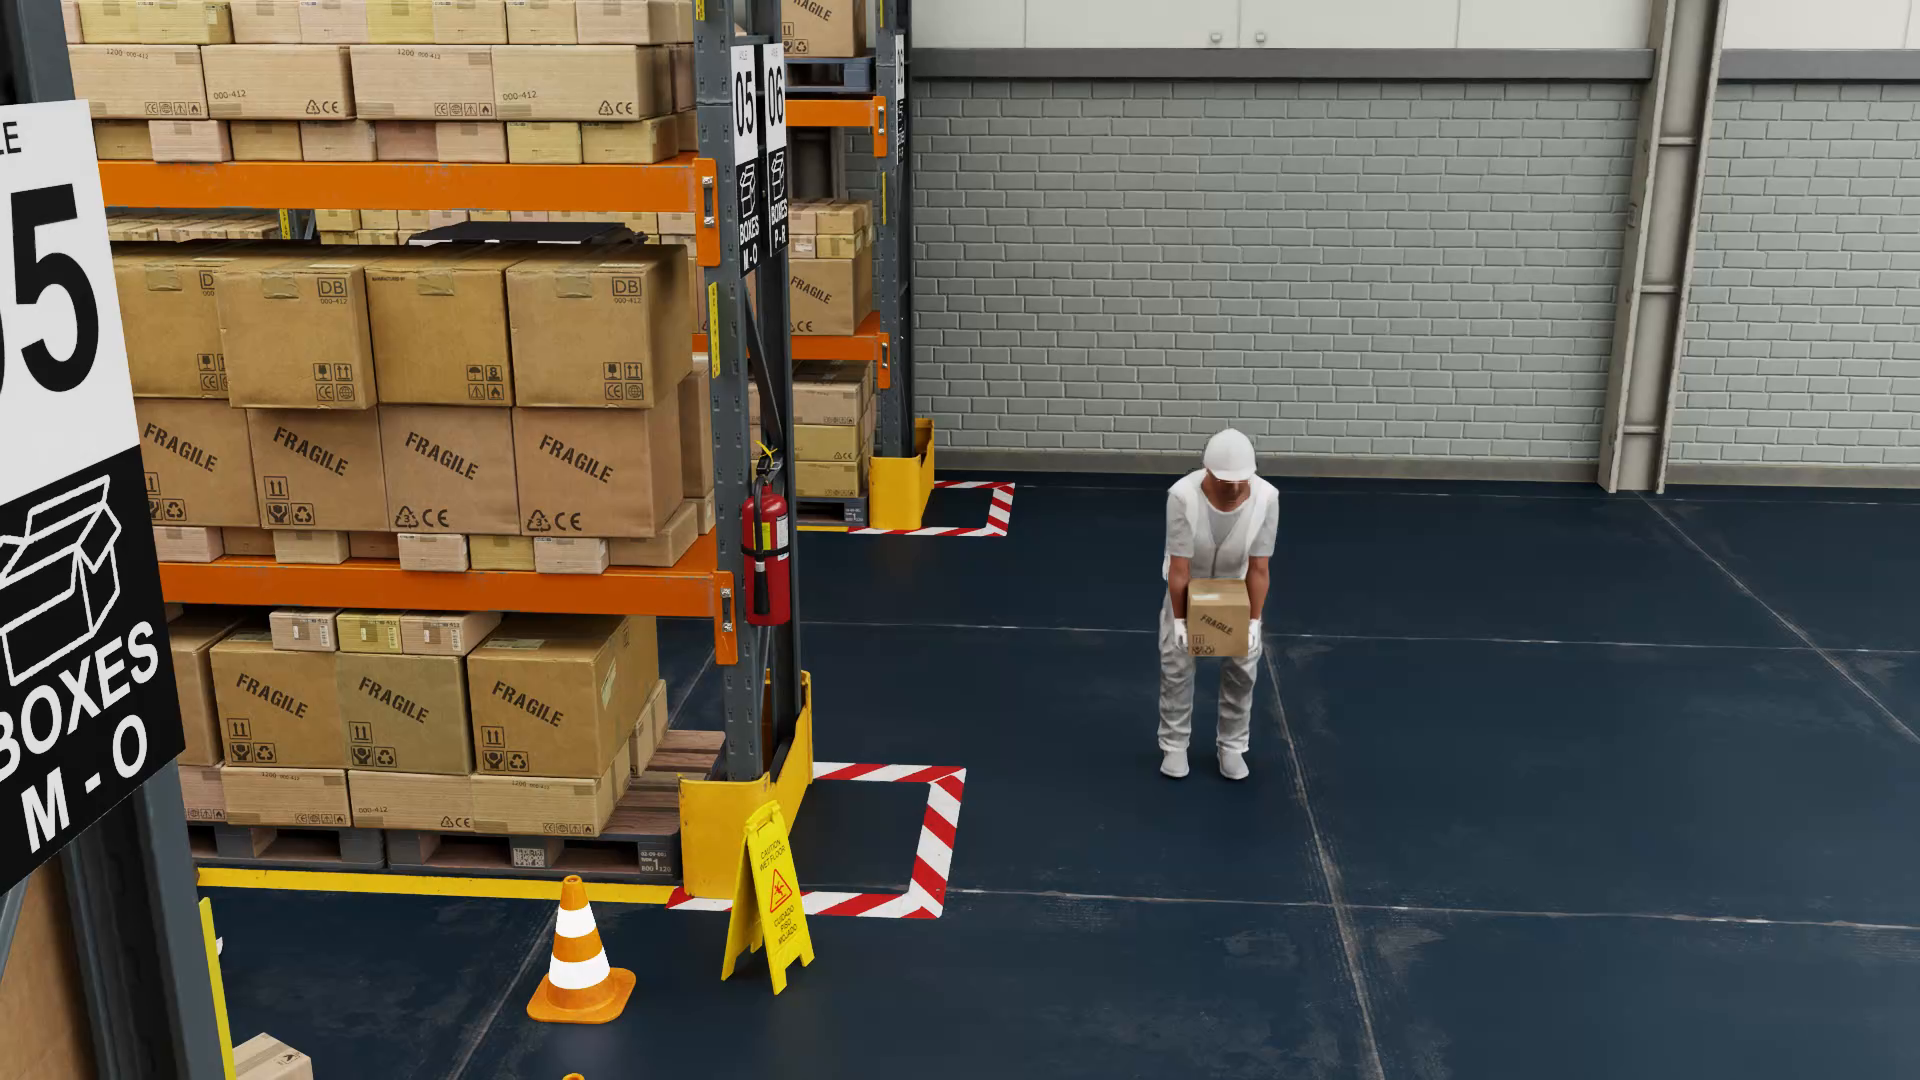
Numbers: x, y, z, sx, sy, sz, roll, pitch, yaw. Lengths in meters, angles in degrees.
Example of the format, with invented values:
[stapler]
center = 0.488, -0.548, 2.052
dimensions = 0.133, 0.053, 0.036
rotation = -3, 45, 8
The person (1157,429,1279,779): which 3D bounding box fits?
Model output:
[person]
center = 1.126, 0.282, 7.299
dimensions = 0.486, 1.668, 0.696
rotation = 1, 17, 3
